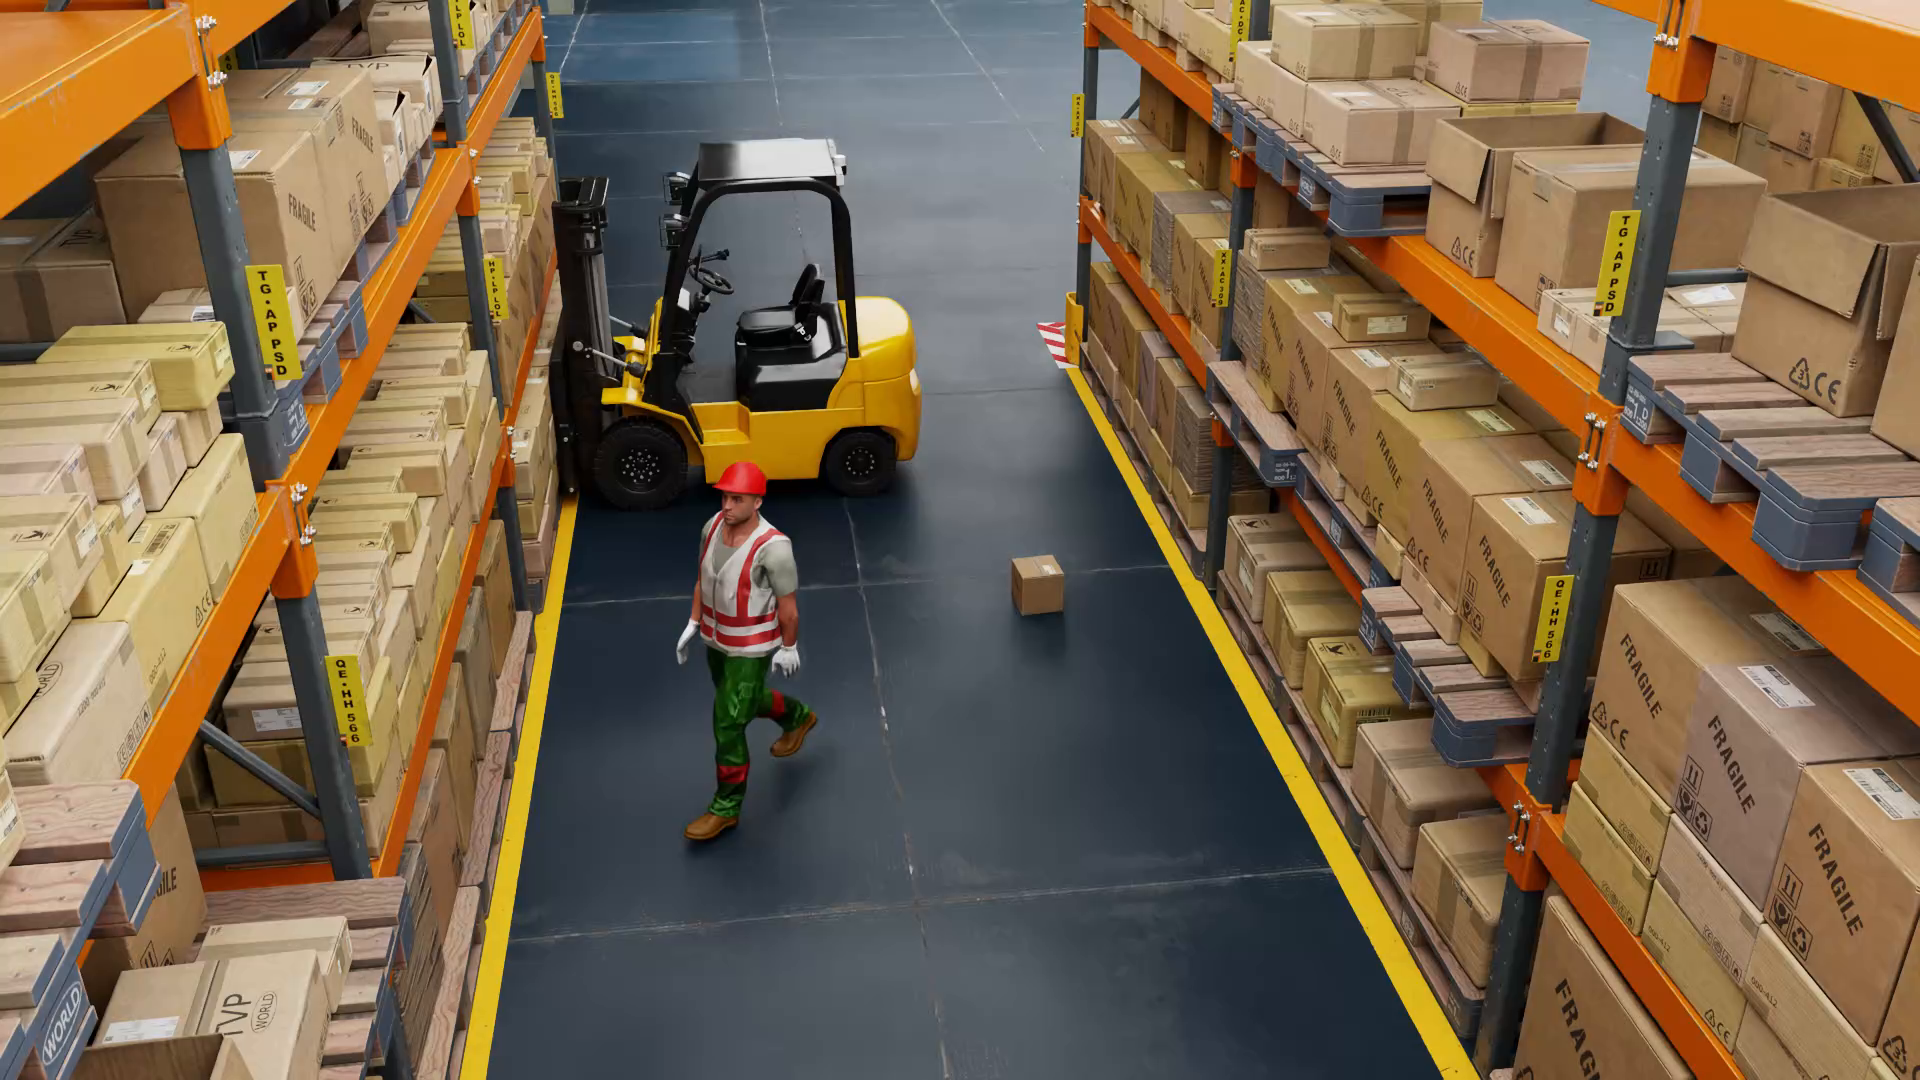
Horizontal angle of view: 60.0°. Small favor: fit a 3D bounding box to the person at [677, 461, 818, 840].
[{"bbox_3d":[-1.001,0.457,7.692,0.524,1.760,0.952,24,36,39],"label":"person"}]
